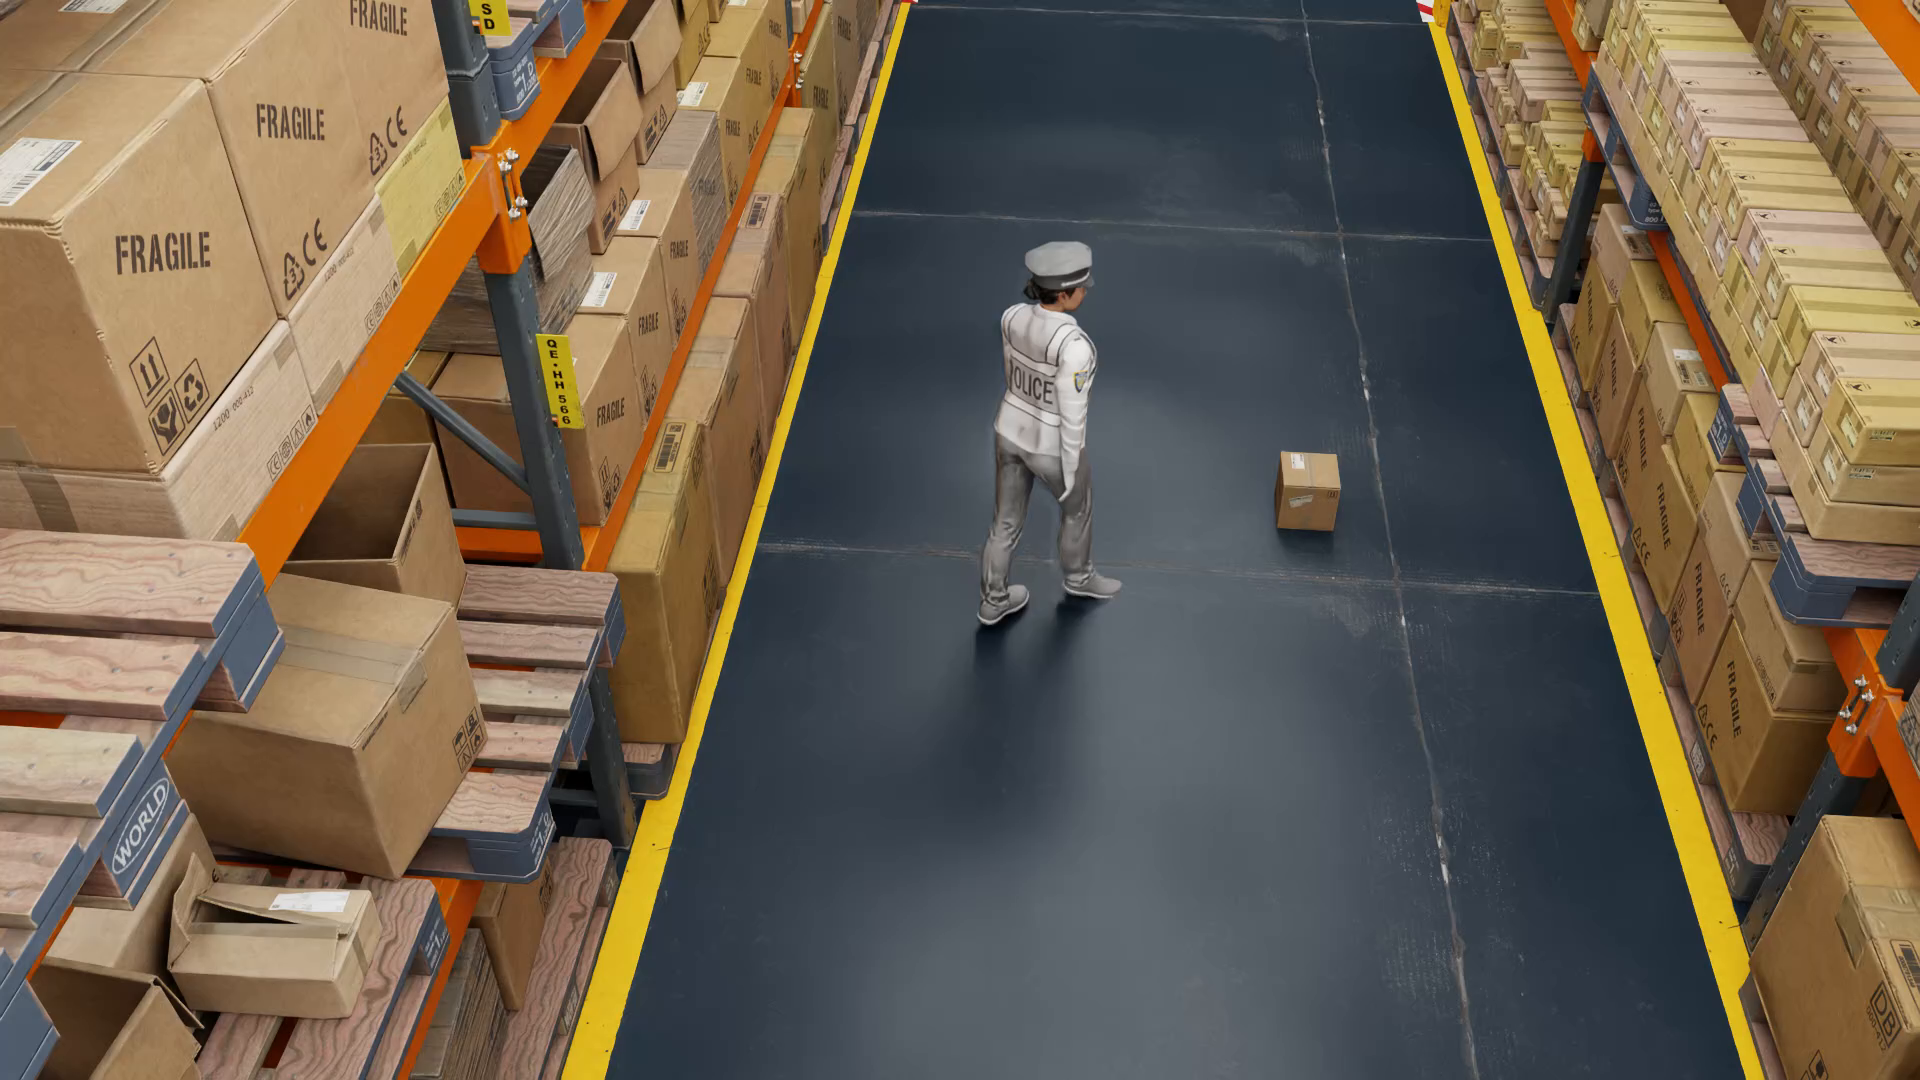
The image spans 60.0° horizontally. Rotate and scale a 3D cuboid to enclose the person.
[{"bbox_3d":[0.332,-0.373,6.613,0.491,1.696,0.643,31,49,31],"label":"person"}]
